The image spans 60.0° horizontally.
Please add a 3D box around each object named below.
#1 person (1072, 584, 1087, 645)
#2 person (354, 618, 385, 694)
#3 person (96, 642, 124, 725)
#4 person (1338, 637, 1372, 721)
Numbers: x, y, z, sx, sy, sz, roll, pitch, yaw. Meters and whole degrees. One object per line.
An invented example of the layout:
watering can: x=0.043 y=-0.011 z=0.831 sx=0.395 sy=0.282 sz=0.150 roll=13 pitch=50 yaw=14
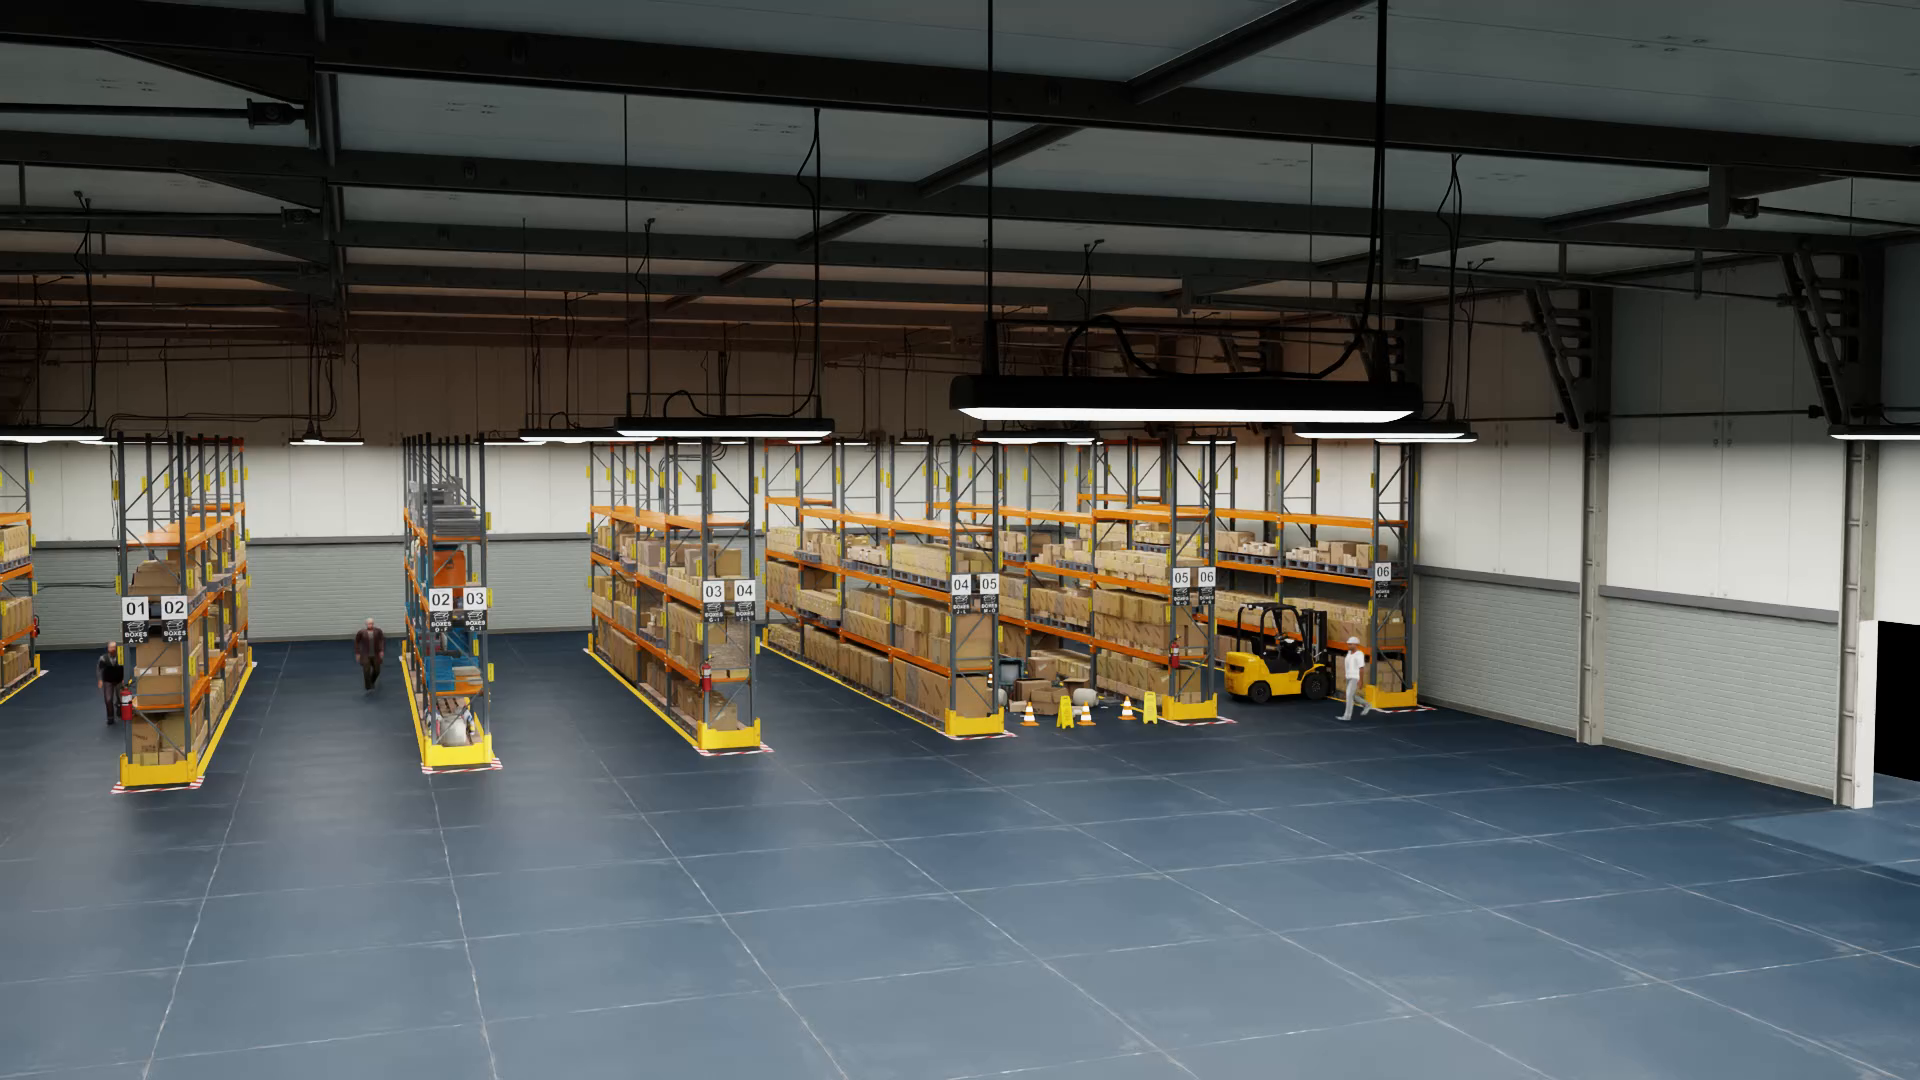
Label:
person: x=3.629 y=2.177 z=48.401 sx=0.581 sy=1.810 sz=0.533 roll=3 pitch=4 yaw=42
person: x=-13.835 y=2.695 z=38.943 sx=0.668 sy=1.763 sz=0.757 roll=-2 pitch=4 yaw=-29
person: x=-17.649 y=2.960 z=34.660 sx=0.624 sy=1.702 sz=0.638 roll=-2 pitch=4 yaw=-29
person: x=8.306 y=2.908 z=35.006 sx=0.890 sy=1.746 sz=0.594 roll=-1 pitch=3 yaw=-14
